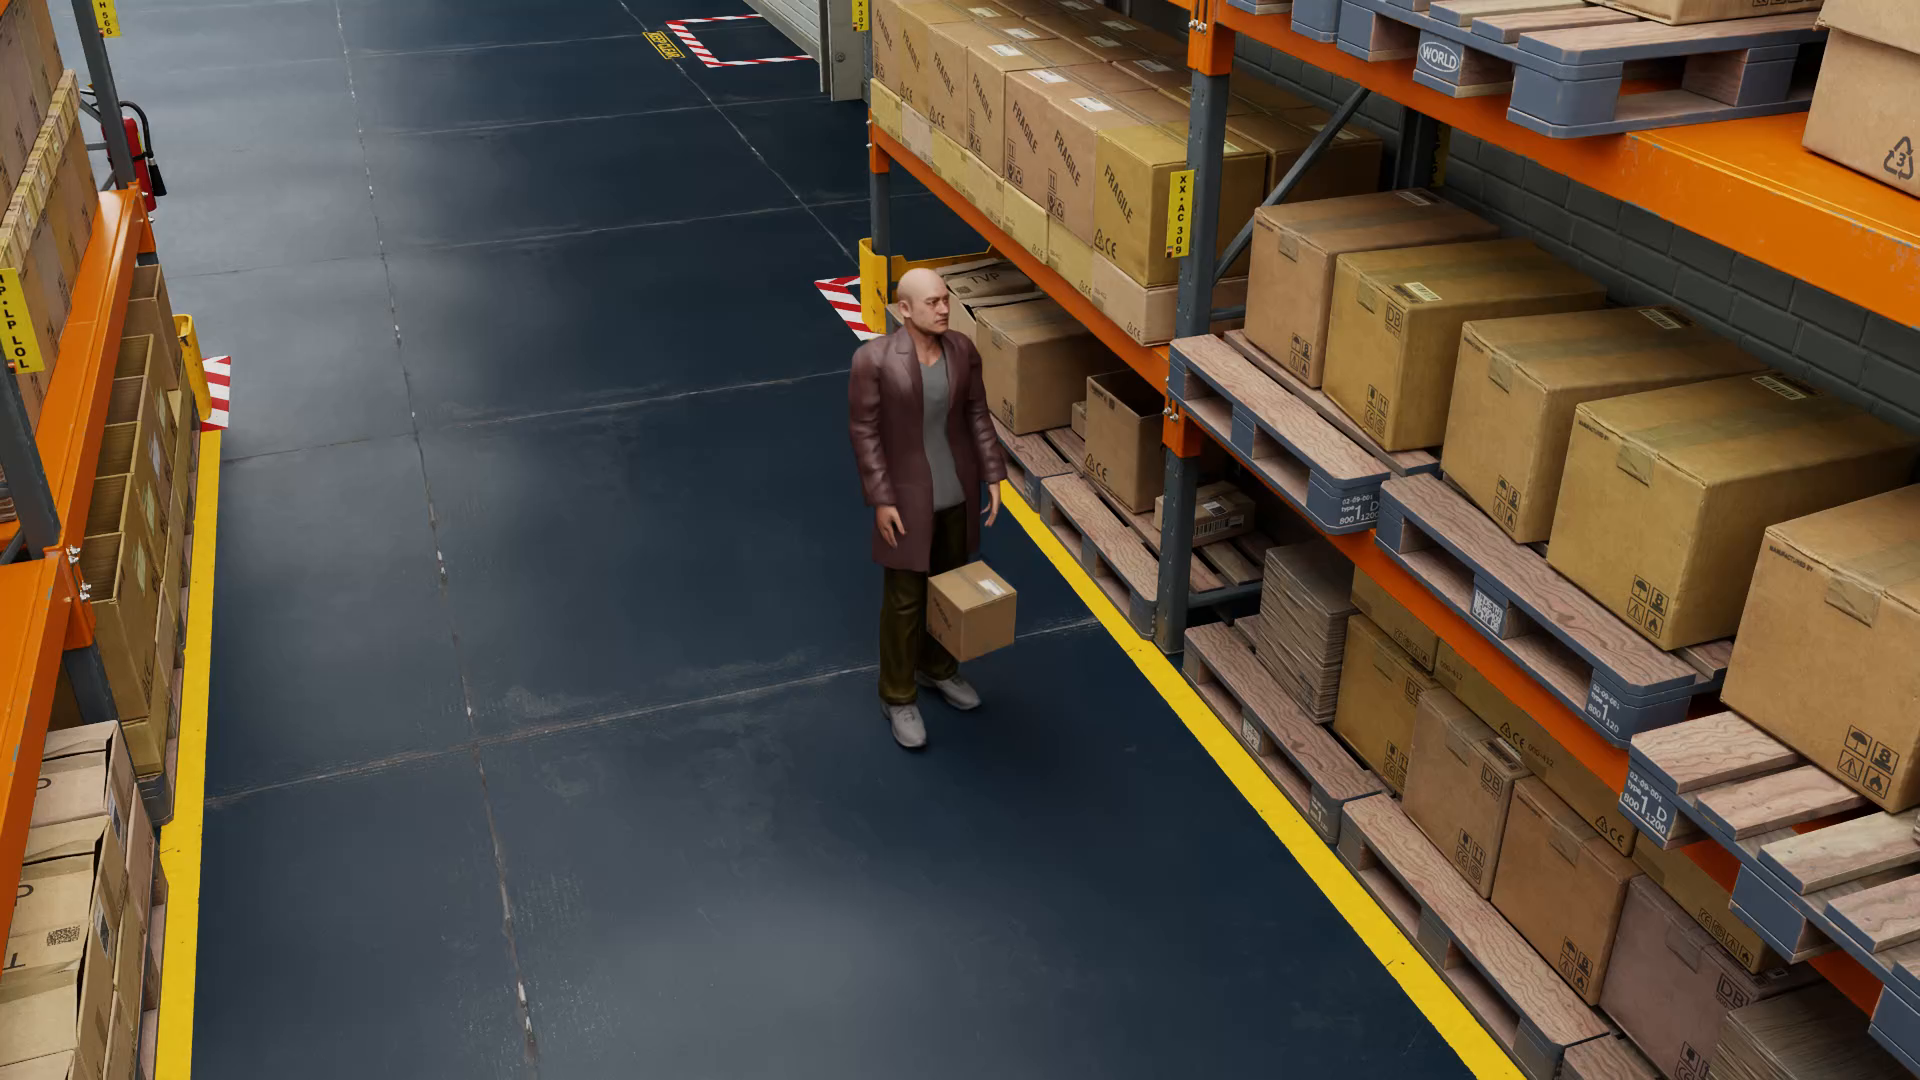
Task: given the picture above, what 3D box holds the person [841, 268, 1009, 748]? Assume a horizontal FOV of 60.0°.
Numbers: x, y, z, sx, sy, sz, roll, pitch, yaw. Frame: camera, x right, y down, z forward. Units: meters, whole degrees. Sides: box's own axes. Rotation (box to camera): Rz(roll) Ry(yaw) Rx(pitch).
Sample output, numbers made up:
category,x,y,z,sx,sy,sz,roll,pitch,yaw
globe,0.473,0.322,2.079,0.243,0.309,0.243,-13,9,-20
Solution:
category,x,y,z,sx,sy,sz,roll,pitch,yaw
person,-0.075,-0.133,6.360,0.697,1.779,0.579,-17,34,-27
